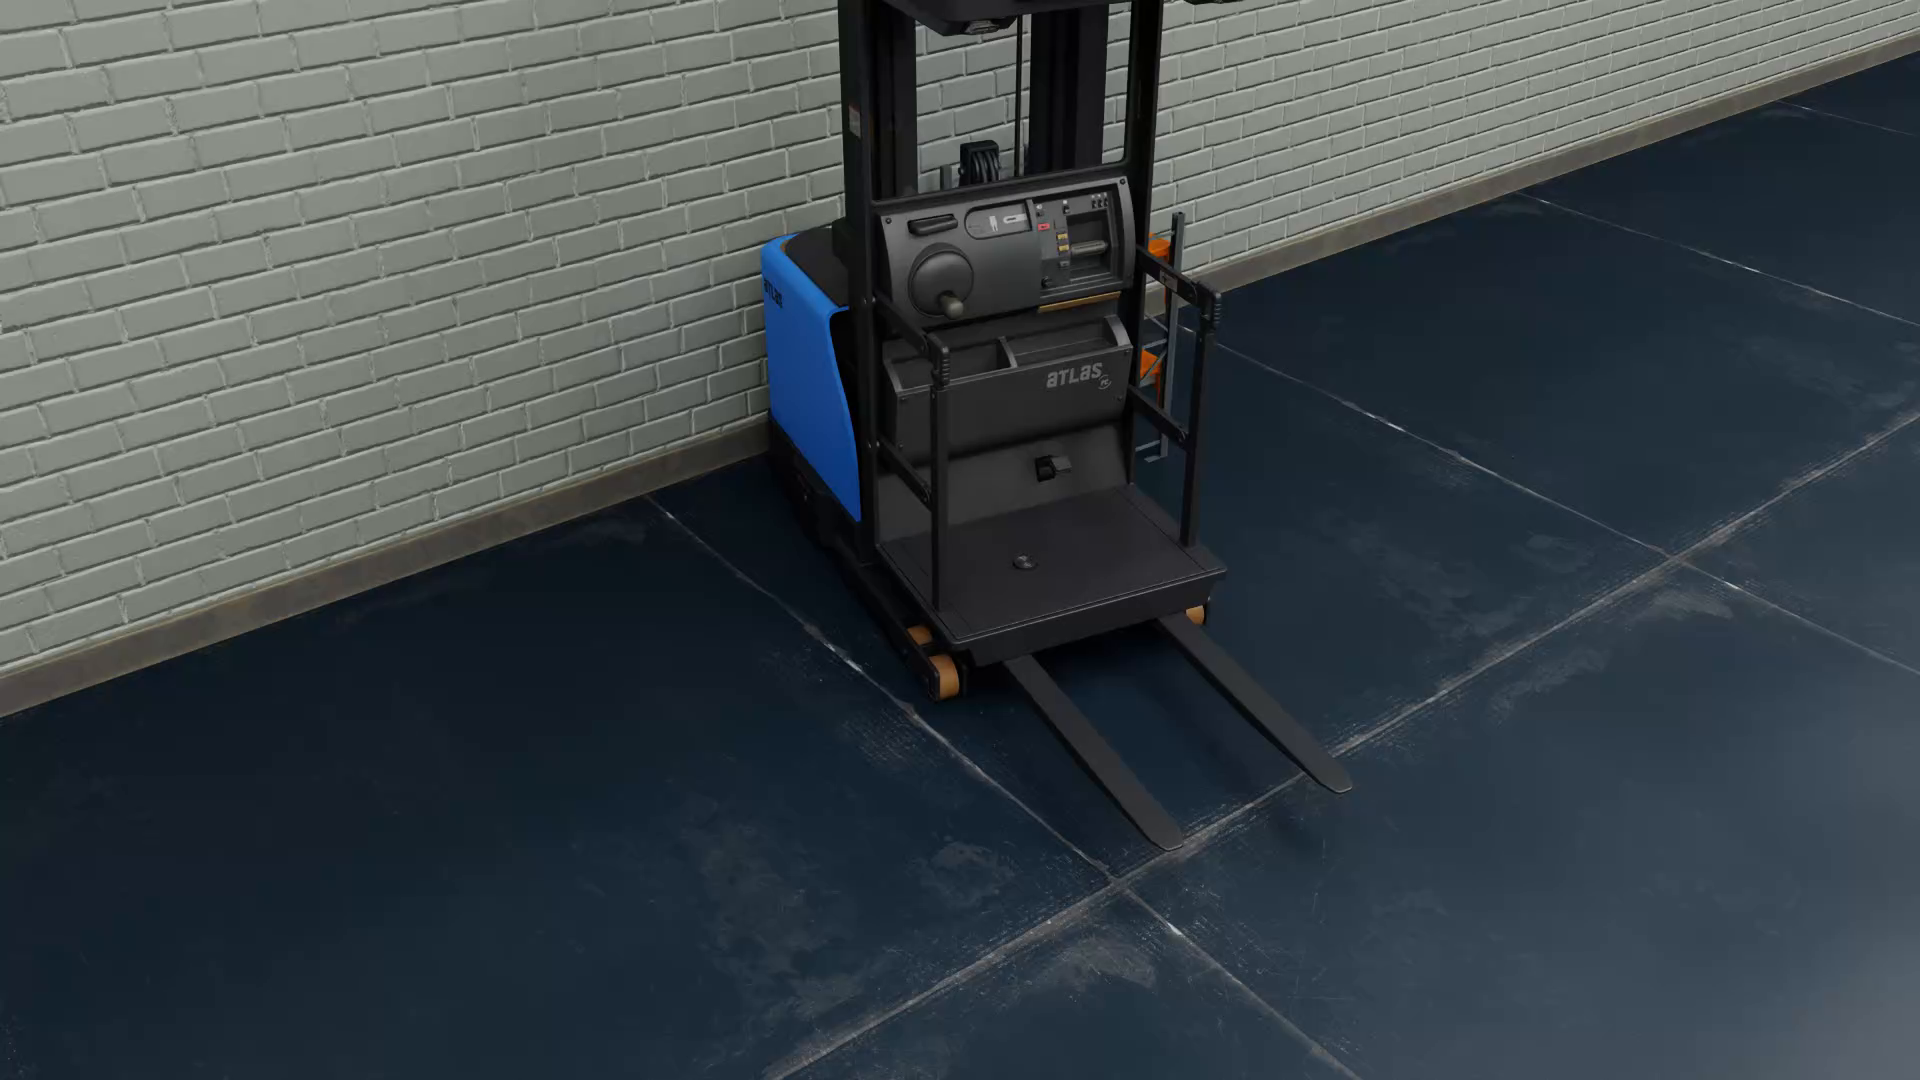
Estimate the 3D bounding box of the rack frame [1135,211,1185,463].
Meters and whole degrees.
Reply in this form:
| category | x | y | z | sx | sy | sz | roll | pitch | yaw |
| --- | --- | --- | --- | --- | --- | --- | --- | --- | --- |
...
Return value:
| category | x | y | z | sx | sy | sz | roll | pitch | yaw |
| --- | --- | --- | --- | --- | --- | --- | --- | --- | --- |
| rack frame | 0.702 | -0.781 | 6.941 | 0.500 | 1.125 | 0.032 | -20 | 37 | -29 |

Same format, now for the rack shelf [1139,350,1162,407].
| category | x | y | z | sx | sy | sz | roll | pitch | yaw |
| --- | --- | --- | --- | --- | --- | --- | --- | --- | --- |
| rack shelf | 0.413 | -0.794 | 7.426 | 0.538 | 0.278 | 1.000 | -20 | 37 | -29 |

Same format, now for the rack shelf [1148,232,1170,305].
| category | x | y | z | sx | sy | sz | roll | pitch | yaw |
| --- | --- | --- | --- | --- | --- | --- | --- | --- | --- |
| rack shelf | 0.413 | -1.250 | 7.142 | 0.538 | 0.278 | 1.000 | -20 | 37 | -29 |

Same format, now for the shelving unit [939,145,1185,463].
| category | x | y | z | sx | sy | sz | roll | pitch | yaw |
| --- | --- | --- | --- | --- | --- | --- | --- | --- | --- |
| shelving unit | 0.413 | -1.002 | 7.297 | 0.538 | 1.125 | 1.048 | -20 | 37 | -29 |

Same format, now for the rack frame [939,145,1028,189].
| category | x | y | z | sx | sy | sz | roll | pitch | yaw |
| --- | --- | --- | --- | --- | --- | --- | --- | --- | --- |
| rack frame | 0.124 | -1.222 | 7.652 | 0.500 | 1.125 | 0.032 | -20 | 37 | -29 |

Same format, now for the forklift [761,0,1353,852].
| category | x | y | z | sx | sy | sz | roll | pitch | yaw |
| --- | --- | --- | --- | --- | --- | --- | --- | --- | --- |
| forklift | 0.267 | -0.944 | 5.491 | 1.130 | 2.935 | 3.031 | -14 | 34 | -21 |
